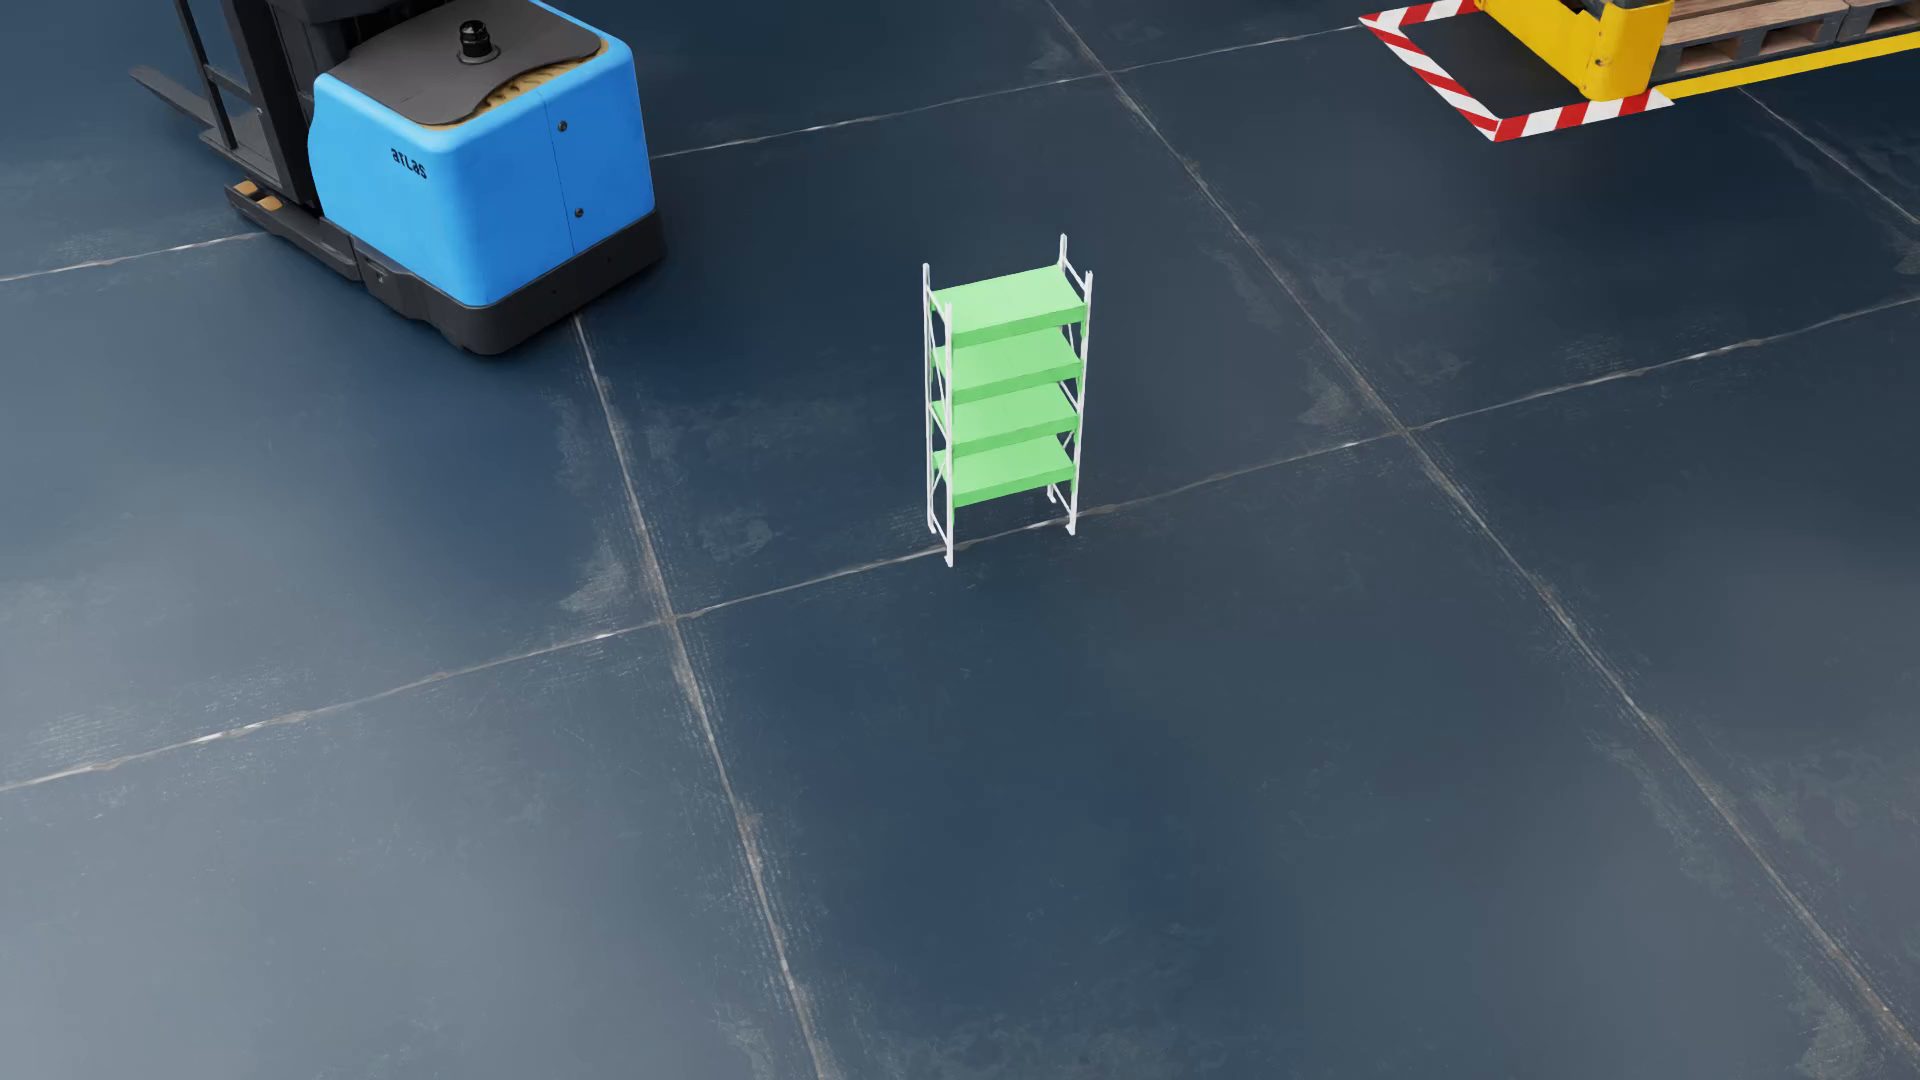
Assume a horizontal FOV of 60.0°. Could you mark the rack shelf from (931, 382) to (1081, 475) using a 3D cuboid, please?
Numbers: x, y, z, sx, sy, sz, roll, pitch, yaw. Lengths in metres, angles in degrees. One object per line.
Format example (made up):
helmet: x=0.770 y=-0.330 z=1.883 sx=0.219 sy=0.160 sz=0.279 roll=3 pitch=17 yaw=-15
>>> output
rack shelf: x=0.156 y=-0.418 z=5.910 sx=0.480 sy=0.148 sz=0.258 roll=-14 pitch=47 yaw=-14

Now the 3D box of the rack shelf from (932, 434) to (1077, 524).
rack shelf: x=0.156 y=-0.249 z=6.080 sx=0.480 sy=0.148 sz=0.258 roll=-14 pitch=47 yaw=-14

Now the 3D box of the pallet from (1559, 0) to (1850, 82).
pallet: x=3.956 y=-2.918 z=9.009 sx=1.213 sy=0.211 sz=1.003 roll=-14 pitch=47 yaw=-14

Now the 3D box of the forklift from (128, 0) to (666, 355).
forklift: x=-2.766 y=-2.700 z=6.872 sx=3.031 sy=2.935 sz=1.130 roll=31 pitch=53 yaw=27

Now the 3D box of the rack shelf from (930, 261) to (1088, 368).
rack shelf: x=0.156 y=-0.757 z=5.570 sx=0.480 sy=0.148 sz=0.258 roll=-14 pitch=47 yaw=-14

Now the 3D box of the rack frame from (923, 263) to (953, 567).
rack frame: x=-0.074 y=-0.405 z=5.806 sx=0.015 sy=1.200 sz=0.240 roll=-14 pitch=47 yaw=-14

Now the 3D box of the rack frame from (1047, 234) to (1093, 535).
rack frame: x=0.385 y=-0.522 z=5.923 sx=0.015 sy=1.200 sz=0.240 roll=-14 pitch=47 yaw=-14

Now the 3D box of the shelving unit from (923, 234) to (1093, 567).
shelving unit: x=0.156 y=-0.463 z=5.865 sx=0.503 sy=1.200 sz=0.258 roll=-14 pitch=47 yaw=-14

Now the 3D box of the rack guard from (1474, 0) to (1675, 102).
rack guard: x=3.190 y=-2.828 z=8.715 sx=0.348 sy=0.500 sz=1.175 roll=-14 pitch=47 yaw=-14

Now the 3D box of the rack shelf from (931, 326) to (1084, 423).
rack shelf: x=0.156 y=-0.588 z=5.740 sx=0.480 sy=0.148 sz=0.258 roll=-14 pitch=47 yaw=-14

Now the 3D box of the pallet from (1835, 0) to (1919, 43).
pallet: x=5.102 y=-3.208 z=9.299 sx=1.213 sy=0.211 sz=1.003 roll=-14 pitch=47 yaw=-14

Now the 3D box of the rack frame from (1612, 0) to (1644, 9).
rack frame: x=3.135 y=-3.660 z=7.780 sx=0.127 sy=3.000 sz=1.000 roll=-14 pitch=47 yaw=-14
